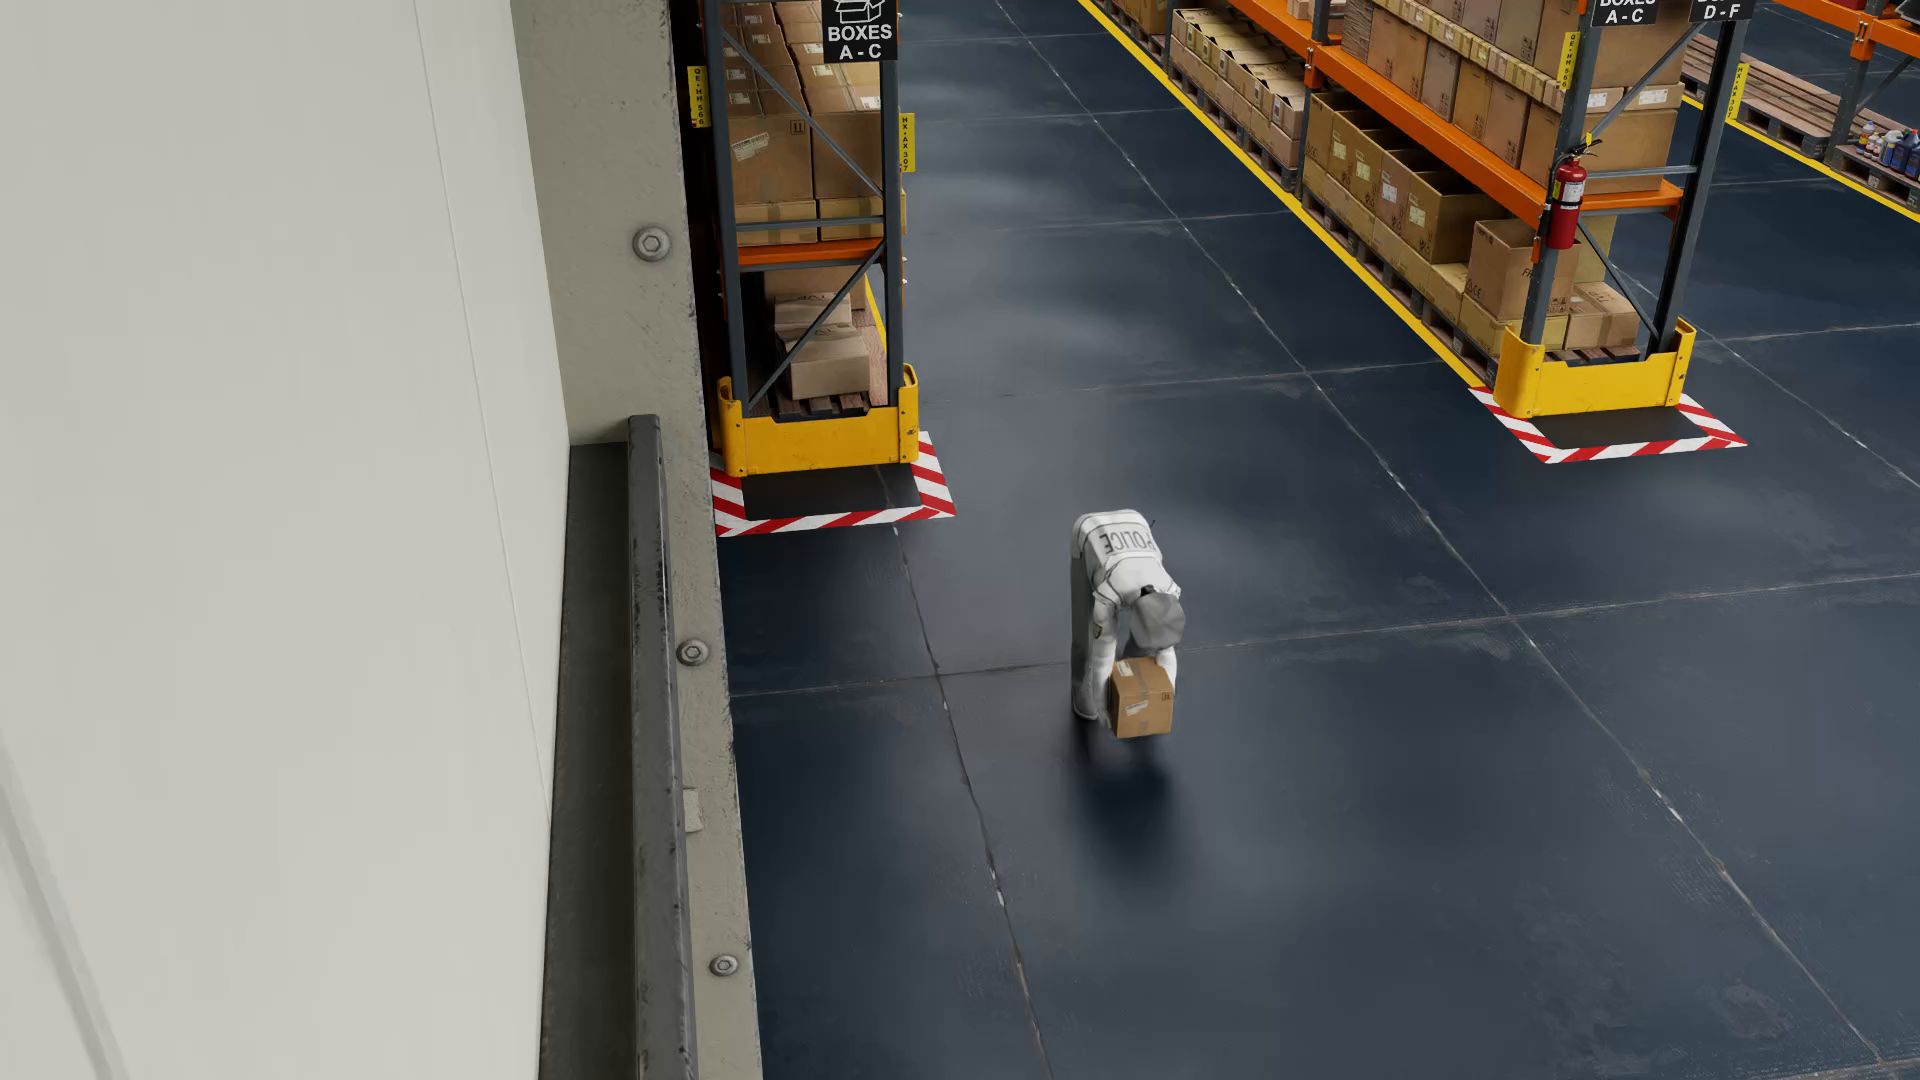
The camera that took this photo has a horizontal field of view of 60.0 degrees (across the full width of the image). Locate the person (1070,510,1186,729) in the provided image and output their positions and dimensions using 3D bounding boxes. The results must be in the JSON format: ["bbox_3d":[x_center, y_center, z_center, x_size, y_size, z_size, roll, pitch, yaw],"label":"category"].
[{"bbox_3d":[0.755,0.444,7.533,0.432,1.005,0.917,-7,31,-11],"label":"person"}]
